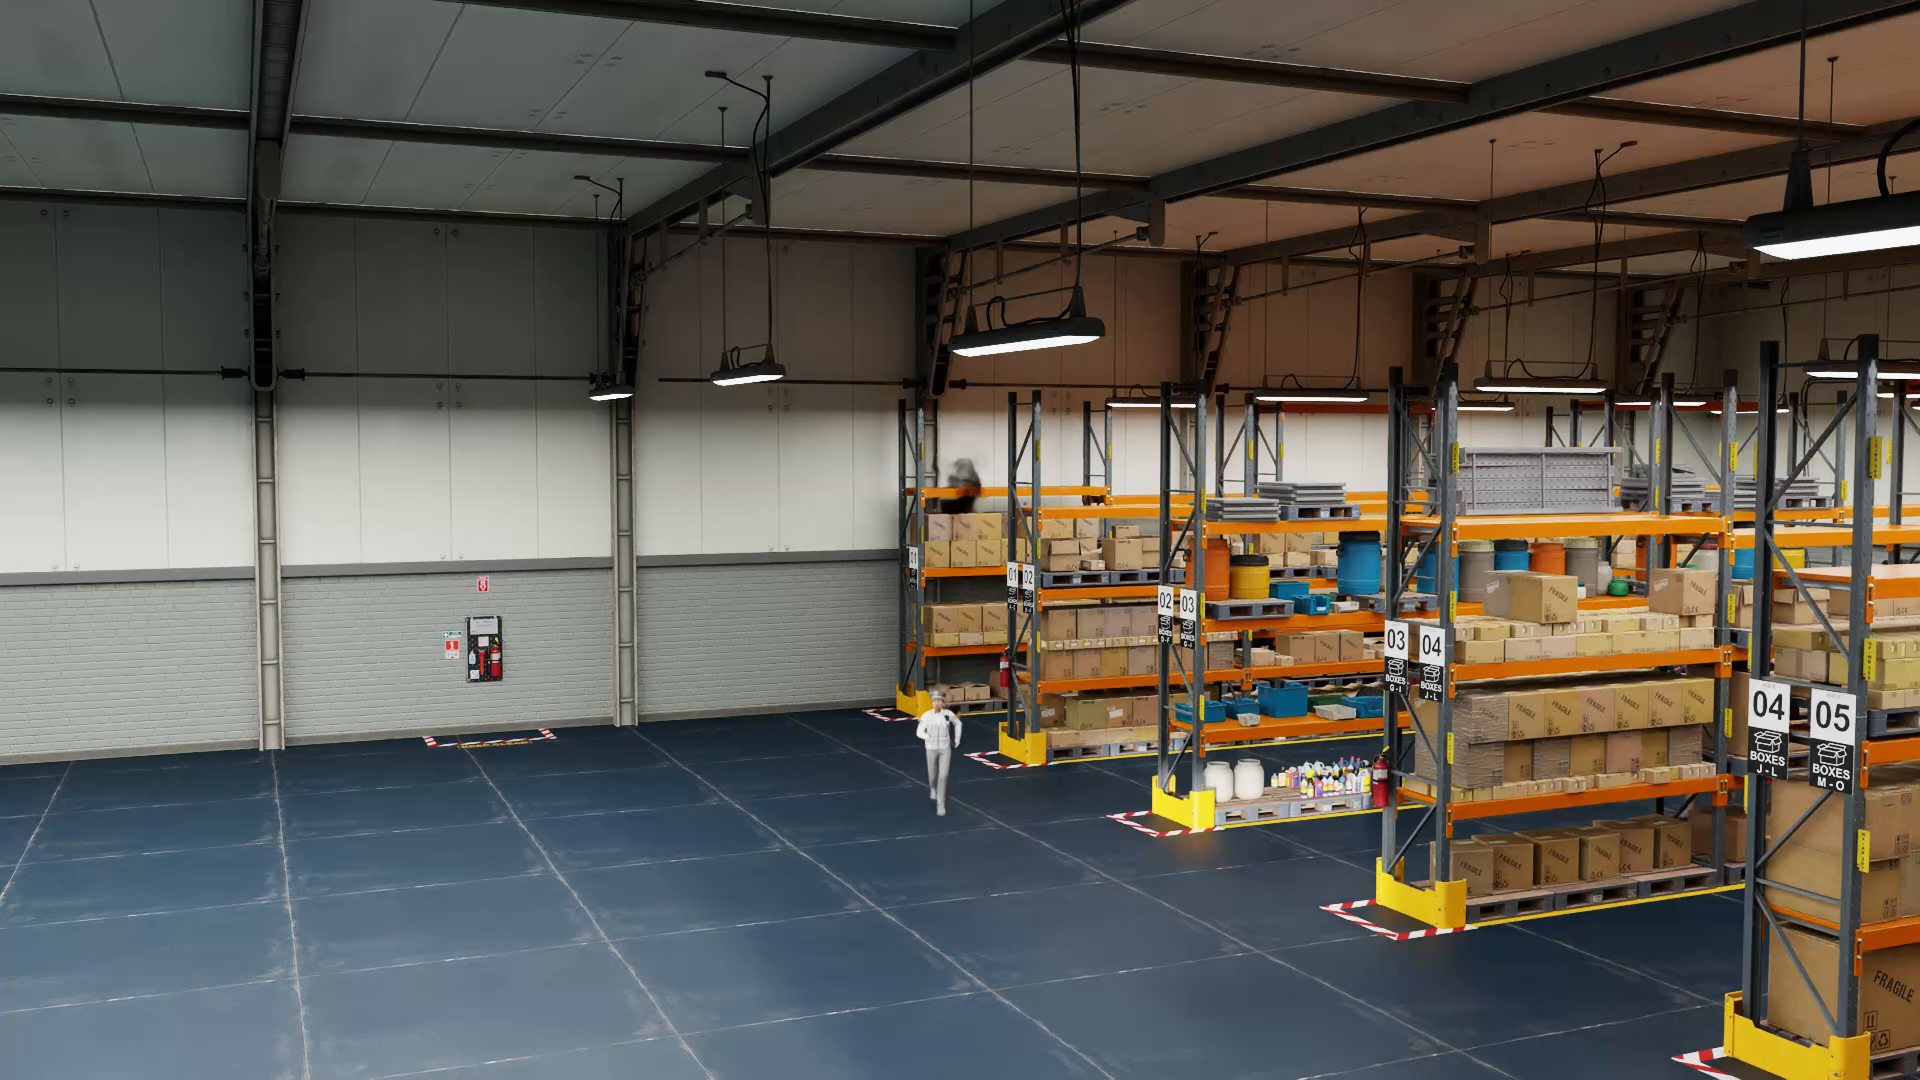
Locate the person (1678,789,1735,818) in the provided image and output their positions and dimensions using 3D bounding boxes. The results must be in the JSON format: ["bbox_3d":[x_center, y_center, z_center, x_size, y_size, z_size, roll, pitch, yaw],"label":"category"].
[{"bbox_3d":[10.253,2.959,22.878,0.944,1.699,0.673,-2,4,-28],"label":"person"}]

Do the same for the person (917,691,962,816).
[{"bbox_3d":[-0.293,2.945,23.330,0.625,1.678,0.984,0,3,1],"label":"person"}]
